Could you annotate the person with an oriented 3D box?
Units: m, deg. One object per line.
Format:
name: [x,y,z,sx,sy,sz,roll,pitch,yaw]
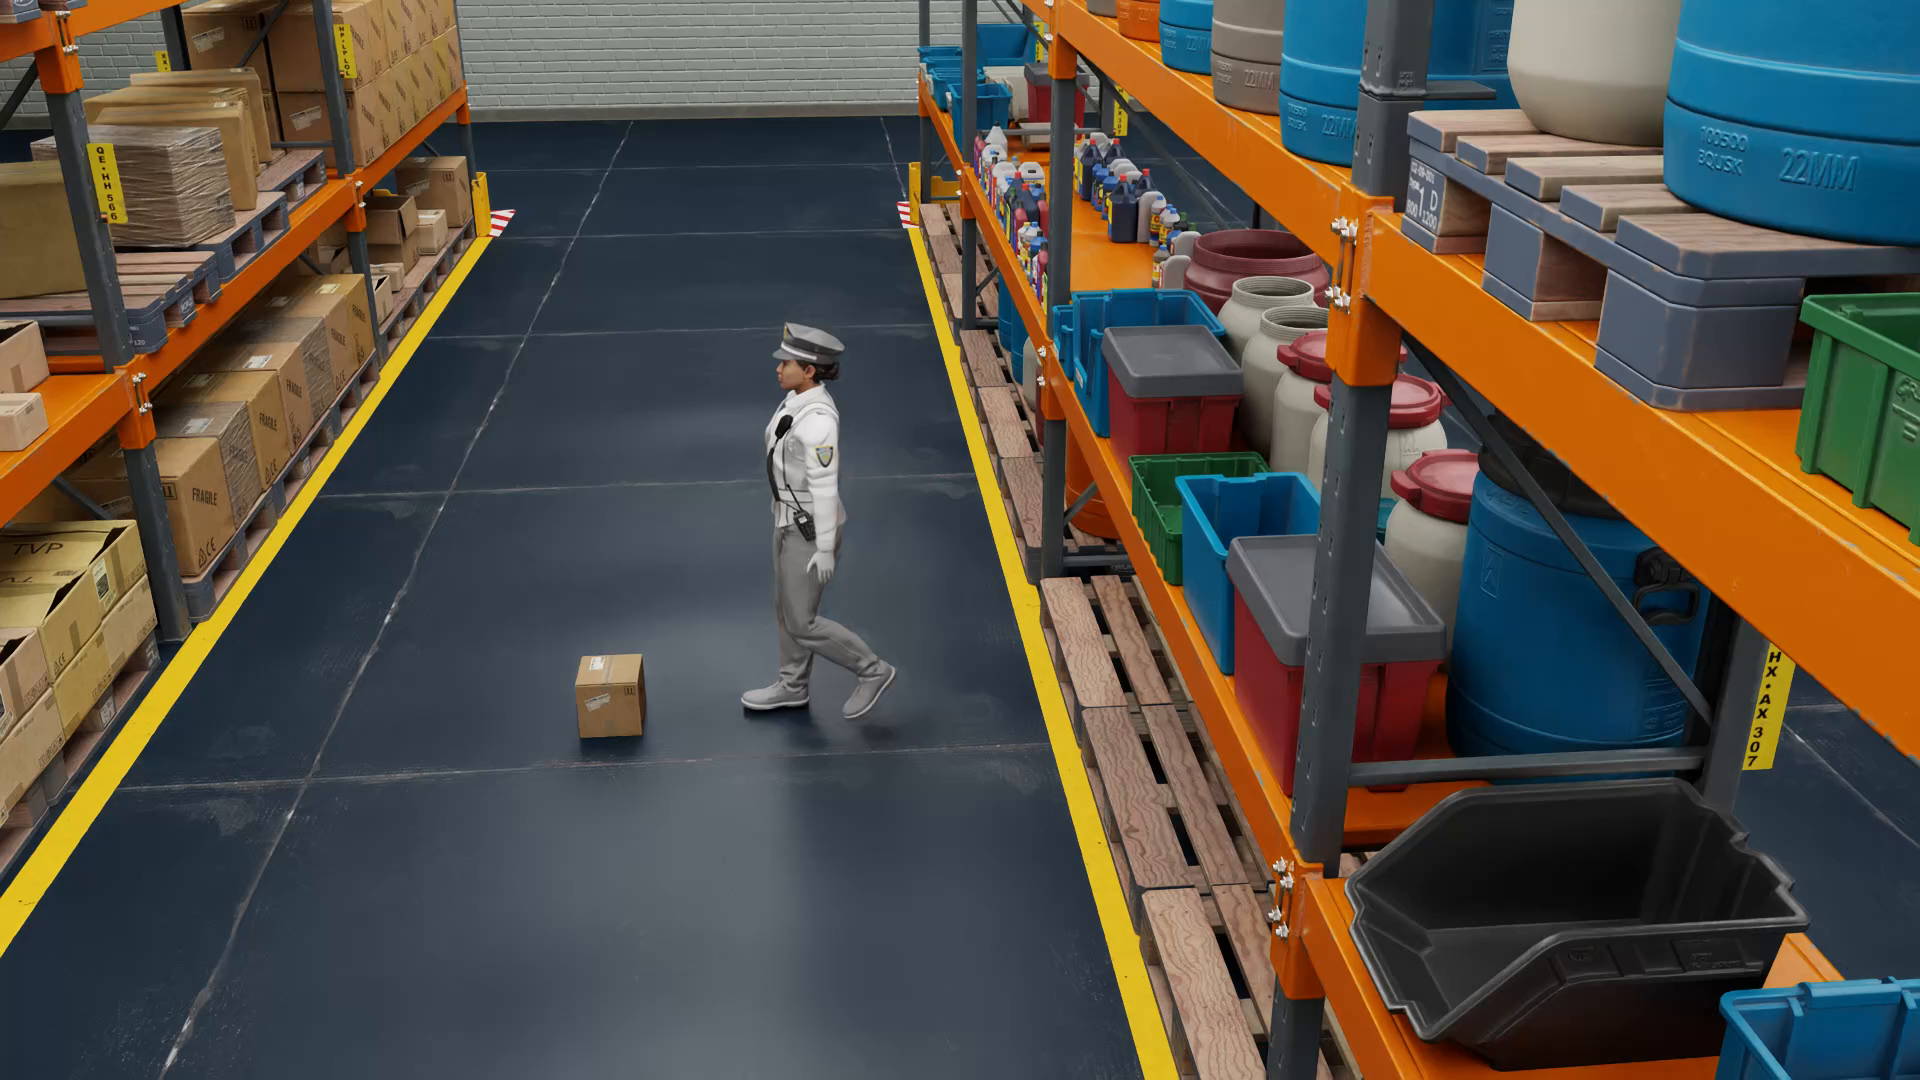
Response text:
person: [-0.594,-0.057,6.669,0.641,1.681,0.497,-5,24,-10]
